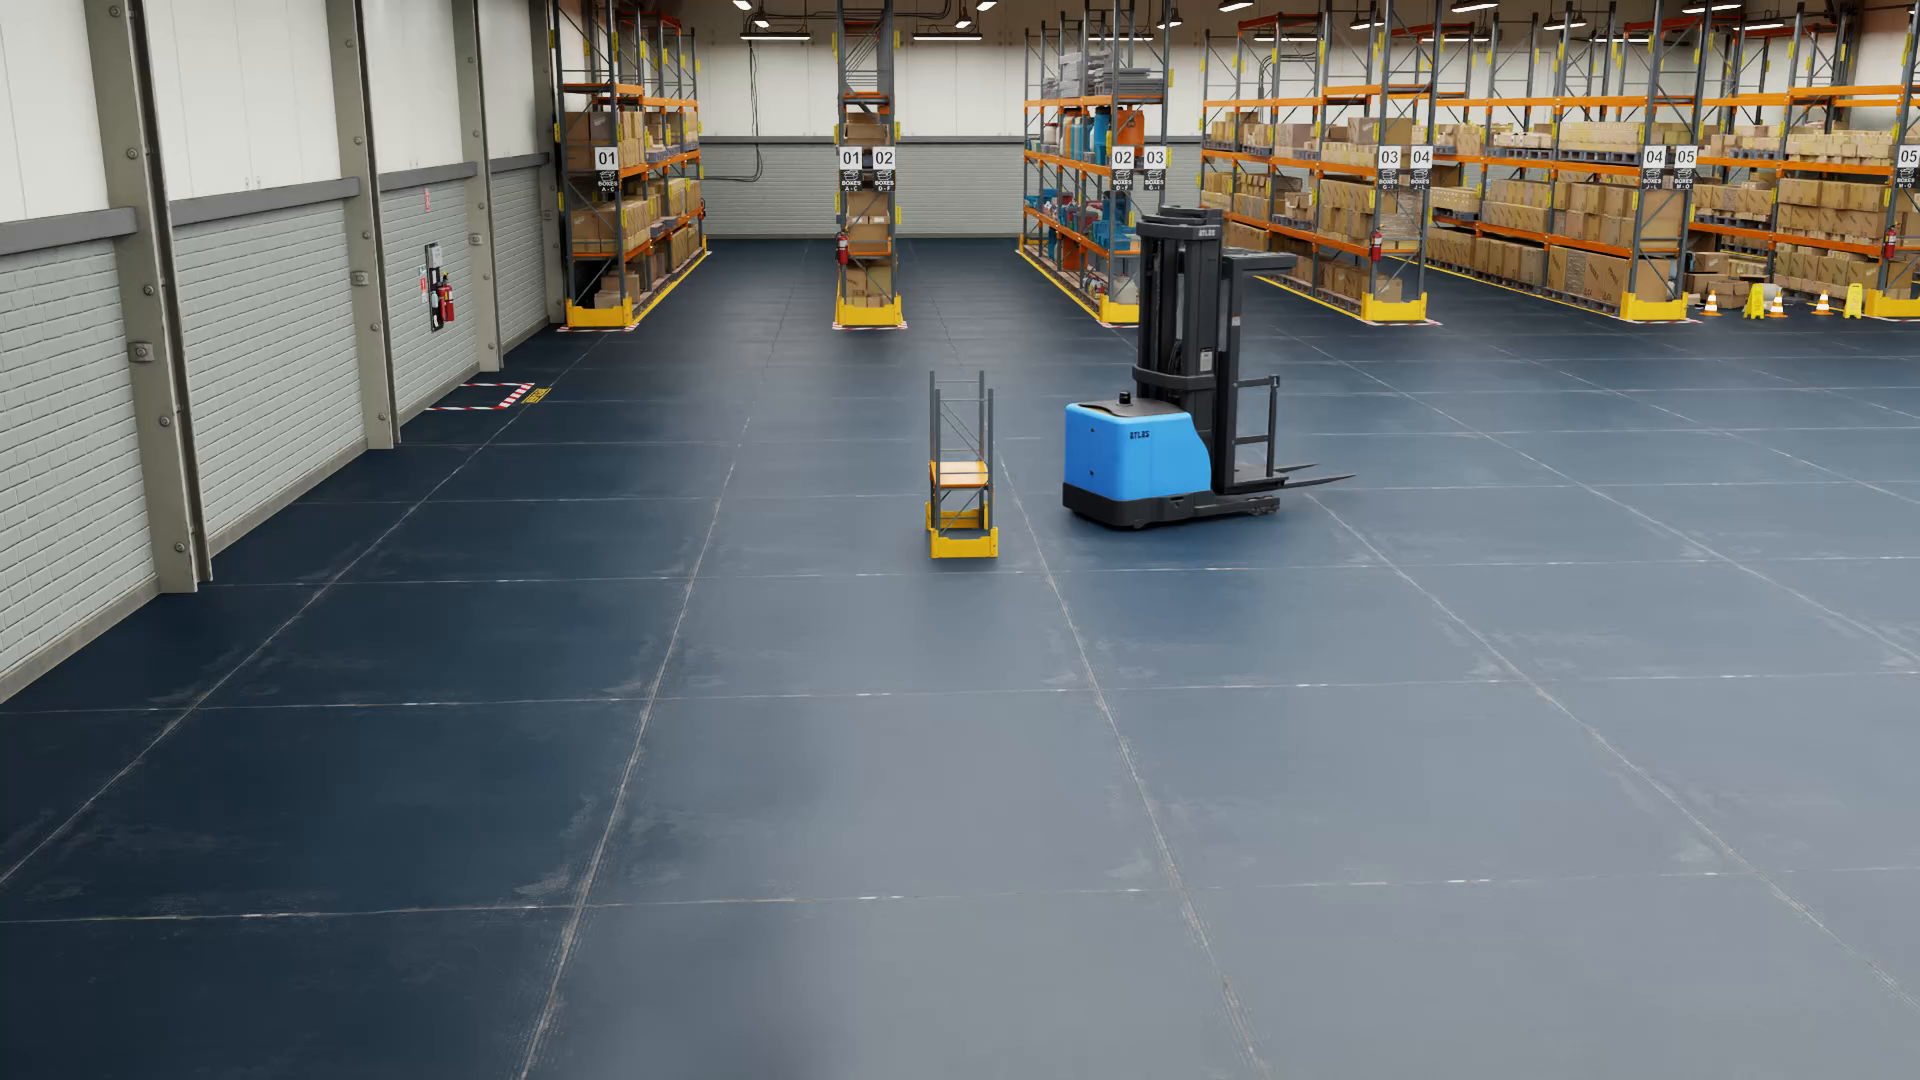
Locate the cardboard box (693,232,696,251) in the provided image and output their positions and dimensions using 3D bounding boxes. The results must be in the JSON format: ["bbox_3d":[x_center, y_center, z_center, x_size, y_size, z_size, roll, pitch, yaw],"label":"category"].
[{"bbox_3d":[-7.410,-7.938,44.254,0.700,0.500,0.500,-1,14,-5],"label":"cardboard box"}]

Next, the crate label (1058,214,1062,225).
[{"bbox_3d":[2.419,-7.339,38.088,0.303,0.233,0.416,-1,14,-3],"label":"crate label"}]

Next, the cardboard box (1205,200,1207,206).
[{"bbox_3d":[6.941,-9.254,45.700,0.380,0.149,0.250,-1,14,-5],"label":"cardboard box"}]

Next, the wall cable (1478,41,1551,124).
[{"bbox_3d":[17.223,-14.076,51.898,2.355,3.000,0.029,-1,14,-3],"label":"wall cable"}]

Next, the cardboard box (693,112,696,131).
[{"bbox_3d":[-7.279,-11.059,43.947,0.500,0.500,0.500,0,14,-2],"label":"cardboard box"}]

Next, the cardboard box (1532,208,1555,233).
[{"bbox_3d":[12.616,-6.837,35.604,0.500,0.500,0.500,-1,14,-4],"label":"cardboard box"}]

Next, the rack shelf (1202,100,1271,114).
[{"bbox_3d":[7.339,-11.462,43.986,1.077,0.370,4.000,-1,14,-3],"label":"rack shelf"}]

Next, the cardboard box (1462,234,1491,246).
[{"bbox_3d":[12.363,-7.180,39.805,0.500,0.250,0.500,-1,14,-5],"label":"cardboard box"}]

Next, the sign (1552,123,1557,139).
[{"bbox_3d":[12.374,-8.508,34.609,0.100,0.325,0.005,-1,14,-3],"label":"sign"}]

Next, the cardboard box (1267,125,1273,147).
[{"bbox_3d":[7.601,-9.463,38.941,0.797,0.503,0.637,0,14,0],"label":"cardboard box"}]

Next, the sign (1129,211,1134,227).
[{"bbox_3d":[3.565,-6.675,34.619,0.100,0.325,0.005,-1,14,-3],"label":"sign"}]

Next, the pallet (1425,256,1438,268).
[{"bbox_3d":[12.469,-7.109,42.456,1.003,0.211,1.213,-1,14,-3],"label":"pallet"}]

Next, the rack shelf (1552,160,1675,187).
[{"bbox_3d":[13.039,-7.270,32.911,1.077,0.370,4.000,-1,14,-3],"label":"rack shelf"}]

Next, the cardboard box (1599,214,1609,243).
[{"bbox_3d":[13.130,-6.110,32.678,0.875,0.550,0.550,-1,14,-3],"label":"cardboard box"}]

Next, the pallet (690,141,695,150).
[{"bbox_3d":[-7.481,-10.288,43.374,1.003,0.211,1.213,-1,14,-3],"label":"pallet"}]

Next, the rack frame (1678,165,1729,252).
[{"bbox_3d":[17.602,-7.760,39.389,1.000,3.000,0.127,-1,14,-3],"label":"rack frame"}]

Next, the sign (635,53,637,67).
[{"bbox_3d":[-7.924,-11.804,40.876,0.100,0.325,0.005,-1,14,-3],"label":"sign"}]

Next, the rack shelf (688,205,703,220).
[{"bbox_3d":[-7.492,-8.521,43.792,1.077,0.370,4.000,-1,14,-3],"label":"rack shelf"}]

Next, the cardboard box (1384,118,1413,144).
[{"bbox_3d":[8.384,-7.878,32.027,0.500,0.500,0.500,-1,14,-4],"label":"cardboard box"}]

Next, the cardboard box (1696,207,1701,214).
[{"bbox_3d":[17.420,-7.687,38.767,0.380,0.149,0.250,-2,15,-7],"label":"cardboard box"}]

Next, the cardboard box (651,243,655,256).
[{"bbox_3d":[-7.051,-6.422,36.818,0.500,0.250,0.500,-1,14,-2],"label":"cardboard box"}]

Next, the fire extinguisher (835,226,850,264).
[{"bbox_3d":[-2.137,-5.391,30.338,0.296,0.674,0.183,-1,14,-3],"label":"fire extinguisher"}]

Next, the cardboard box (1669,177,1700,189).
[{"bbox_3d":[17.309,-8.417,39.736,0.500,0.500,0.500,-1,14,-5],"label":"cardboard box"}]

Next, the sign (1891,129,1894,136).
[{"bbox_3d":[22.014,-9.532,39.222,0.100,0.325,0.005,-1,14,-3],"label":"sign"}]

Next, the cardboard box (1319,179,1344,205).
[{"bbox_3d":[7.733,-7.173,34.304,0.500,0.500,0.500,-1,14,-3],"label":"cardboard box"}]

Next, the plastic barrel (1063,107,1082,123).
[{"bbox_3d":[2.778,-10.002,40.234,0.600,0.901,0.708,-1,14,-3],"label":"plastic barrel"}]

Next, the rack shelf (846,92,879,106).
[{"bbox_3d":[-2.549,-11.502,43.346,1.077,0.370,4.000,-1,14,-3],"label":"rack shelf"}]

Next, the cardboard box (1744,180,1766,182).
[{"bbox_3d":[17.985,-8.067,37.642,0.380,0.149,0.250,-2,15,-6],"label":"cardboard box"}]

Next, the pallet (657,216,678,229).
[{"bbox_3d":[-6.970,-7.109,37.244,1.213,0.211,1.003,-1,14,-3],"label":"pallet"}]

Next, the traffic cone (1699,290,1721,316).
[{"bbox_3d":[14.547,-4.594,32.176,0.336,0.463,0.334,-1,14,-3],"label":"traffic cone"}]

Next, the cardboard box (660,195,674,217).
[{"bbox_3d":[-6.895,-7.704,38.336,0.500,0.500,0.500,0,14,-2],"label":"cardboard box"}]

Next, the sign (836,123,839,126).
[{"bbox_3d":[-2.470,-8.305,33.818,0.100,0.325,0.005,-1,14,-3],"label":"sign"}]

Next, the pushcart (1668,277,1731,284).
[{"bbox_3d":[15.577,-5.447,35.664,1.648,0.377,0.936,-6,16,-23],"label":"pushcart"}]

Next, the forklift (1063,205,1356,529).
[{"bbox_3d":[2.549,-1.763,16.218,3.031,2.935,1.130,-8,16,-27],"label":"forklift"}]

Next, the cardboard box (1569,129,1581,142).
[{"bbox_3d":[12.699,-8.188,33.694,0.500,0.250,0.500,-1,14,-4],"label":"cardboard box"}]

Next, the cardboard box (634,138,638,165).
[{"bbox_3d":[-6.504,-7.508,32.151,0.500,0.500,0.500,-1,15,-6],"label":"cardboard box"}]

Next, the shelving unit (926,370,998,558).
[{"bbox_3d":[0.005,-0.707,14.989,0.587,1.500,1.083,-1,14,-3],"label":"shelving unit"}]

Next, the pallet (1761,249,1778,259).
[{"bbox_3d":[22.266,-7.652,44.568,1.003,0.211,1.213,-1,14,-3],"label":"pallet"}]

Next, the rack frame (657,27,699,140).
[{"bbox_3d":[-7.616,-12.272,44.888,1.000,3.000,0.127,-1,14,-3],"label":"rack frame"}]

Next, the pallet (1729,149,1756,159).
[{"bbox_3d":[17.850,-8.540,36.778,1.213,0.211,1.003,-1,14,-3],"label":"pallet"}]

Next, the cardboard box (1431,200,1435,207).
[{"bbox_3d":[12.034,-8.436,41.679,0.380,0.149,0.250,-1,14,-3],"label":"cardboard box"}]

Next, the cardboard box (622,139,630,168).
[{"bbox_3d":[-6.394,-7.120,30.641,0.500,0.500,0.500,0,14,0],"label":"cardboard box"}]

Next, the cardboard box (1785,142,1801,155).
[{"bbox_3d":[17.604,-8.175,34.689,0.500,0.250,0.500,-1,14,-5],"label":"cardboard box"}]

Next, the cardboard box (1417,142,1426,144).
[{"bbox_3d":[12.120,-10.151,42.964,0.500,0.250,0.500,-1,14,-2],"label":"cardboard box"}]

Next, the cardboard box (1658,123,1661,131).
[{"bbox_3d":[13.429,-7.851,31.586,0.380,0.149,0.250,-1,14,-4],"label":"cardboard box"}]

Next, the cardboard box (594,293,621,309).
[{"bbox_3d":[-6.578,-4.472,31.124,0.500,0.311,0.500,-3,15,-10],"label":"cardboard box"}]

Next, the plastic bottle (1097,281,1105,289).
[{"bbox_3d":[2.835,-5.078,33.550,0.152,0.276,0.135,-1,14,-3],"label":"plastic bottle"}]

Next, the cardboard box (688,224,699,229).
[{"bbox_3d":[-7.283,-8.472,45.030,0.380,0.149,0.250,-1,14,-4],"label":"cardboard box"}]
